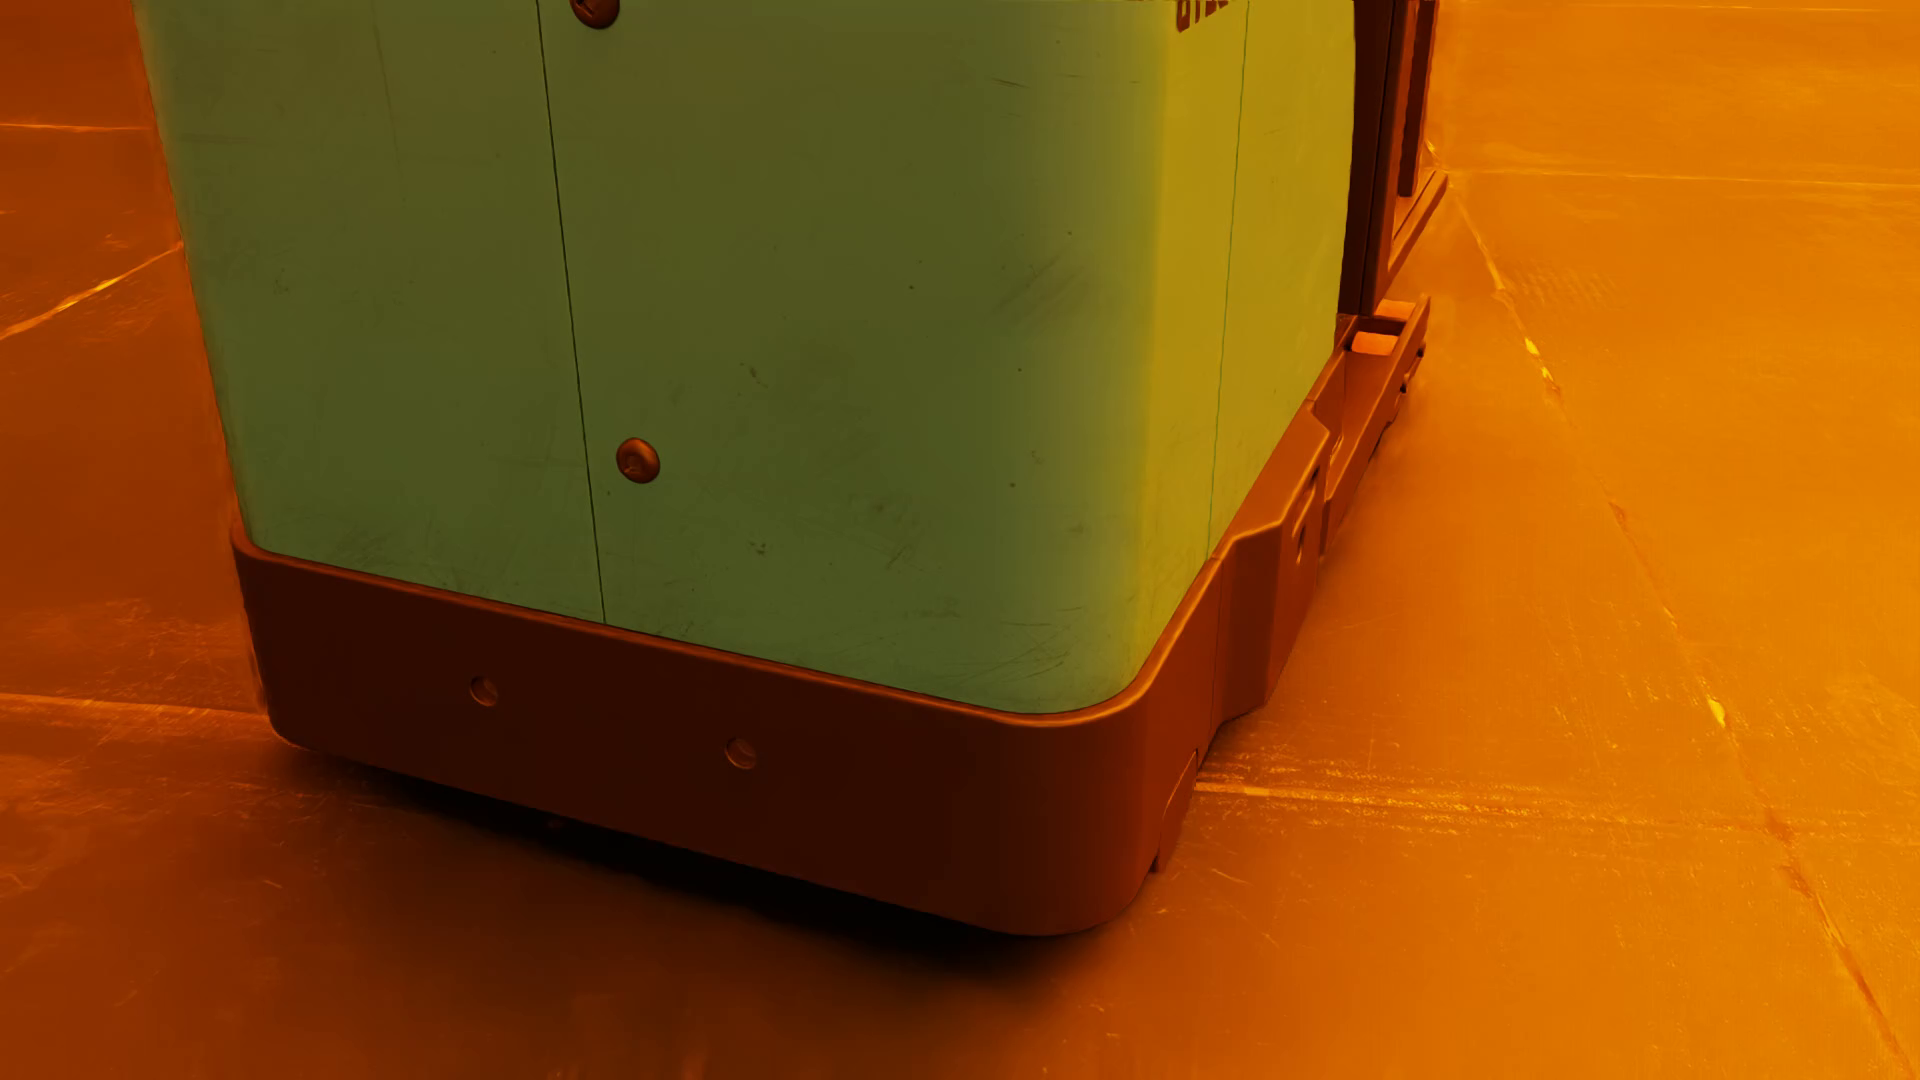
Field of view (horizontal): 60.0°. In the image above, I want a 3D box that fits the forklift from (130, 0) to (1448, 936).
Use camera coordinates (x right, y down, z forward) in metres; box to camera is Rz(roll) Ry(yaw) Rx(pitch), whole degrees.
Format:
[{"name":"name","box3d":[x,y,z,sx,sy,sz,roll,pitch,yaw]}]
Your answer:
[{"name":"forklift","box3d":[0.219,-1.569,2.362,1.130,2.935,3.031,10,28,20]}]
